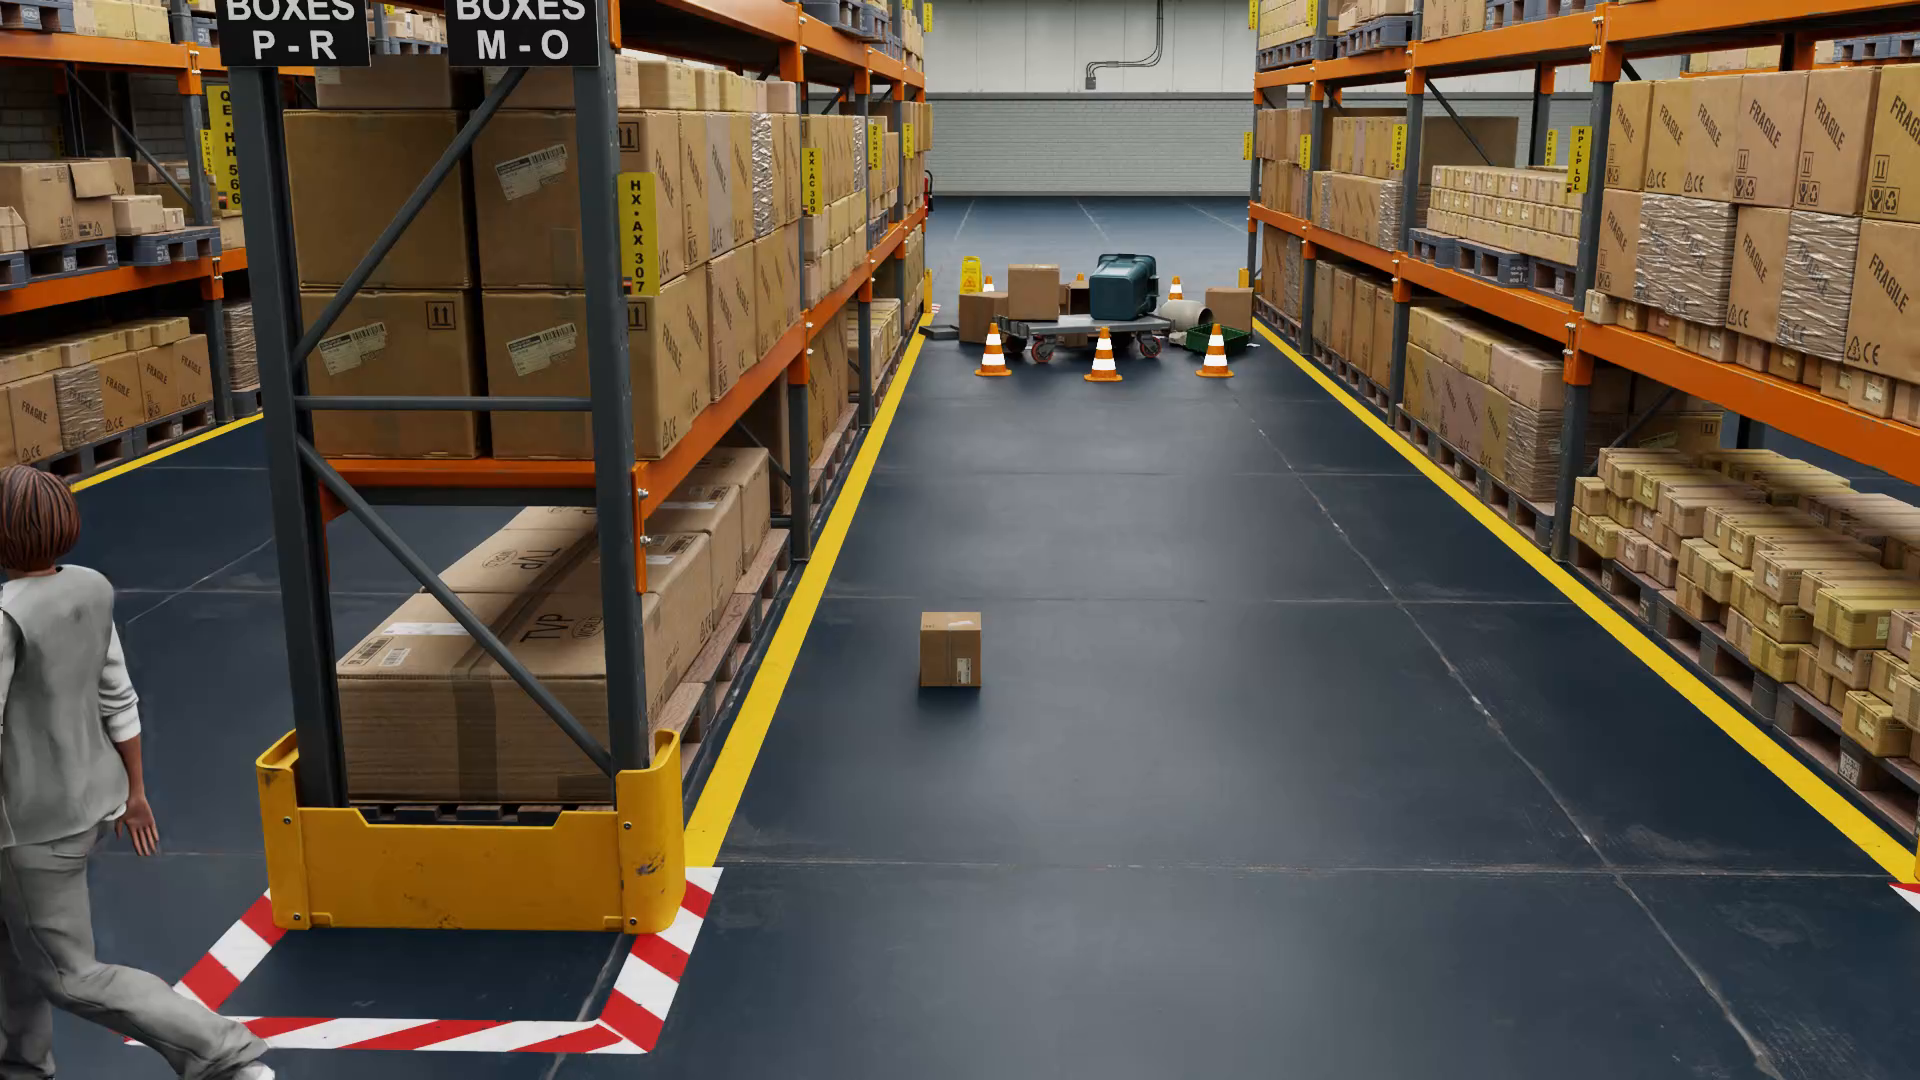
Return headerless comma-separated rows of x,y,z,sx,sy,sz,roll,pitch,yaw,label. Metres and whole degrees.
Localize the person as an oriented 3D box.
-1.972,0.599,3.633,0.907,1.542,0.418,1,14,3,person
